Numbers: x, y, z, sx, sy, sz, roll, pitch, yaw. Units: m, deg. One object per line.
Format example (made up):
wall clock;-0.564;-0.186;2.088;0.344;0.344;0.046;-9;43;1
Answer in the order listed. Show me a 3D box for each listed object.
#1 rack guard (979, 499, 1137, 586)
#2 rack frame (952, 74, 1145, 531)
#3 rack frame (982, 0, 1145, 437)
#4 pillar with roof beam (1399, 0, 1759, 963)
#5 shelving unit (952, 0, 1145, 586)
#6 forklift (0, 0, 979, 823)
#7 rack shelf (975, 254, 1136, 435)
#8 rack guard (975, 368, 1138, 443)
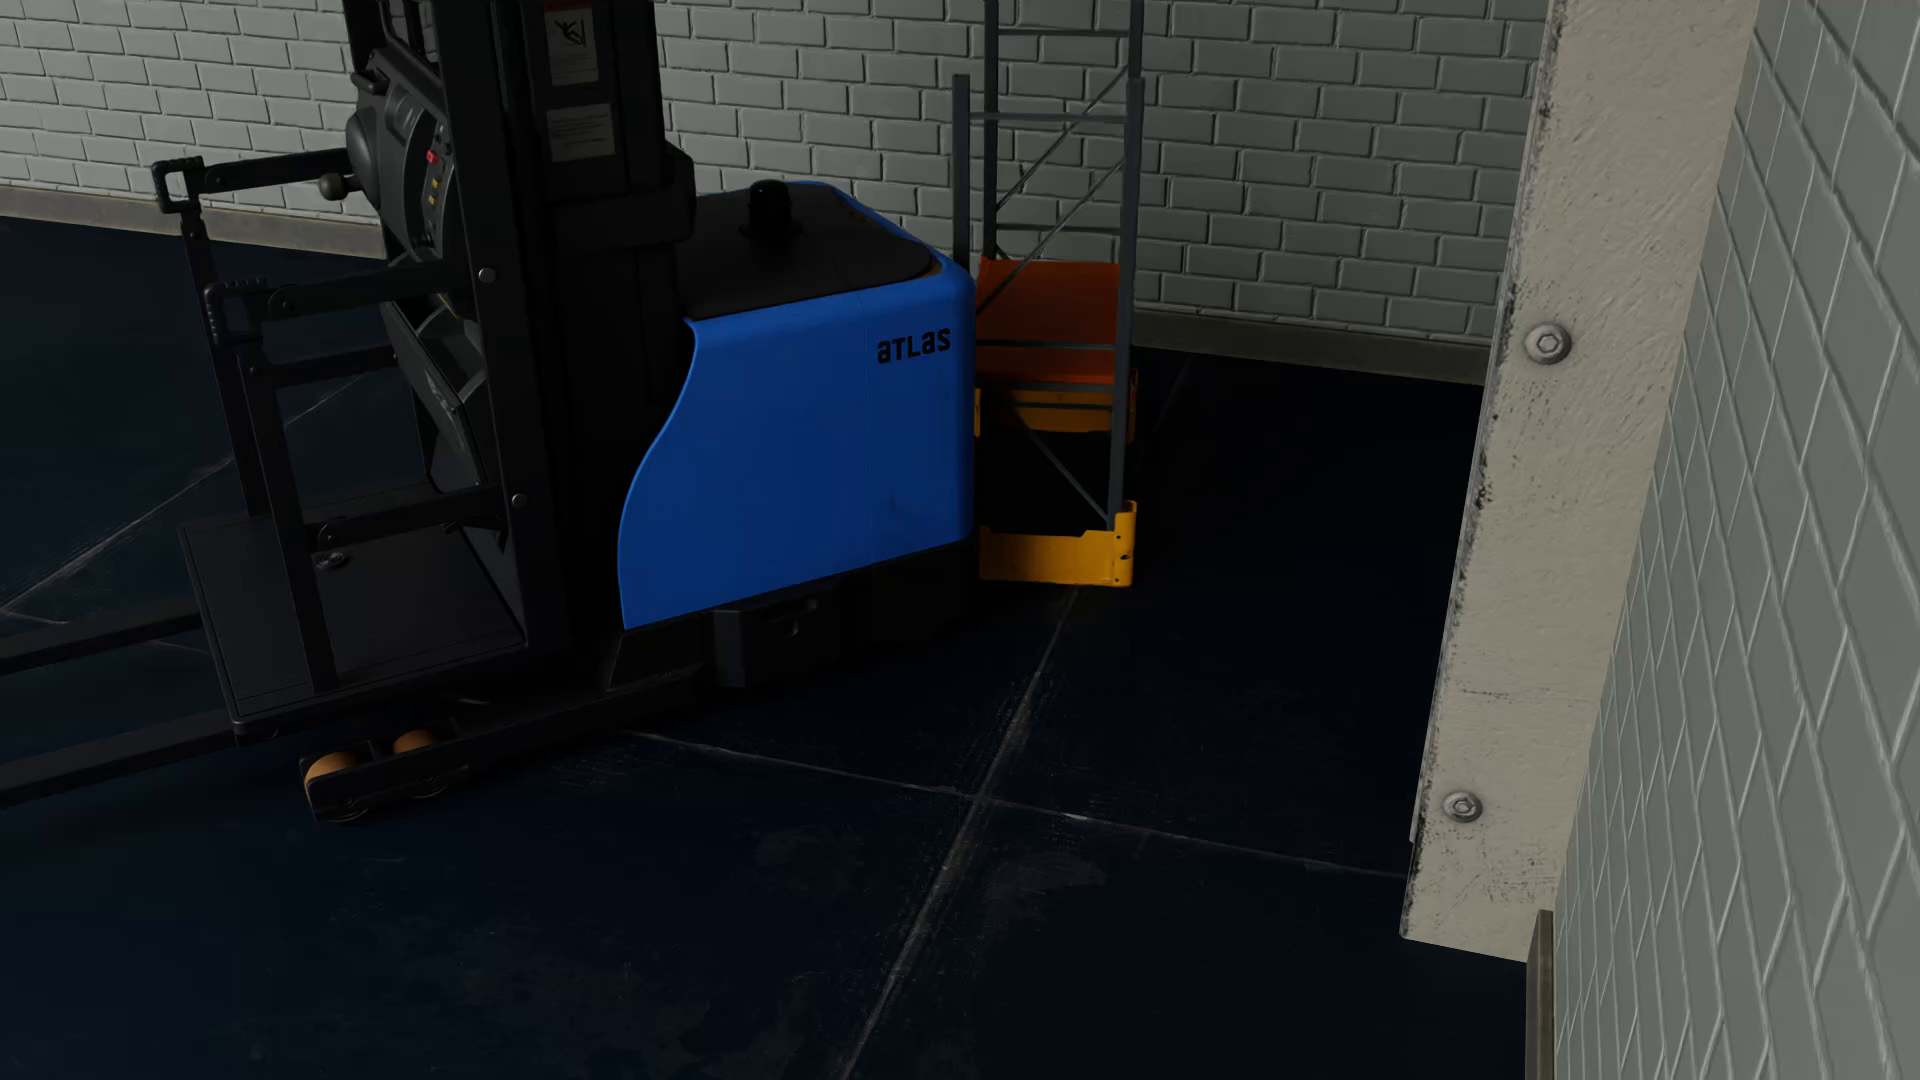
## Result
rack guard;0.231;-0.003;4.997;0.587;0.250;0.087;3;29;5
rack frame;0.231;-0.548;4.692;0.500;1.500;0.032;3;29;5
rack frame;0.327;-1.040;5.577;0.500;1.500;0.032;3;29;5
pillar with roof beam;-2.940;-3.740;2.717;9.100;9.000;0.400;8;30;15
shelving unit;0.278;-0.790;5.127;0.587;1.500;1.083;3;29;5
forklift;-1.488;-0.893;3.840;3.031;2.935;1.130;-15;32;-25
rack shelf;0.279;-0.637;5.222;0.538;0.185;1.000;3;29;5
rack guard;0.326;-0.485;5.864;0.587;0.250;0.087;3;29;5
